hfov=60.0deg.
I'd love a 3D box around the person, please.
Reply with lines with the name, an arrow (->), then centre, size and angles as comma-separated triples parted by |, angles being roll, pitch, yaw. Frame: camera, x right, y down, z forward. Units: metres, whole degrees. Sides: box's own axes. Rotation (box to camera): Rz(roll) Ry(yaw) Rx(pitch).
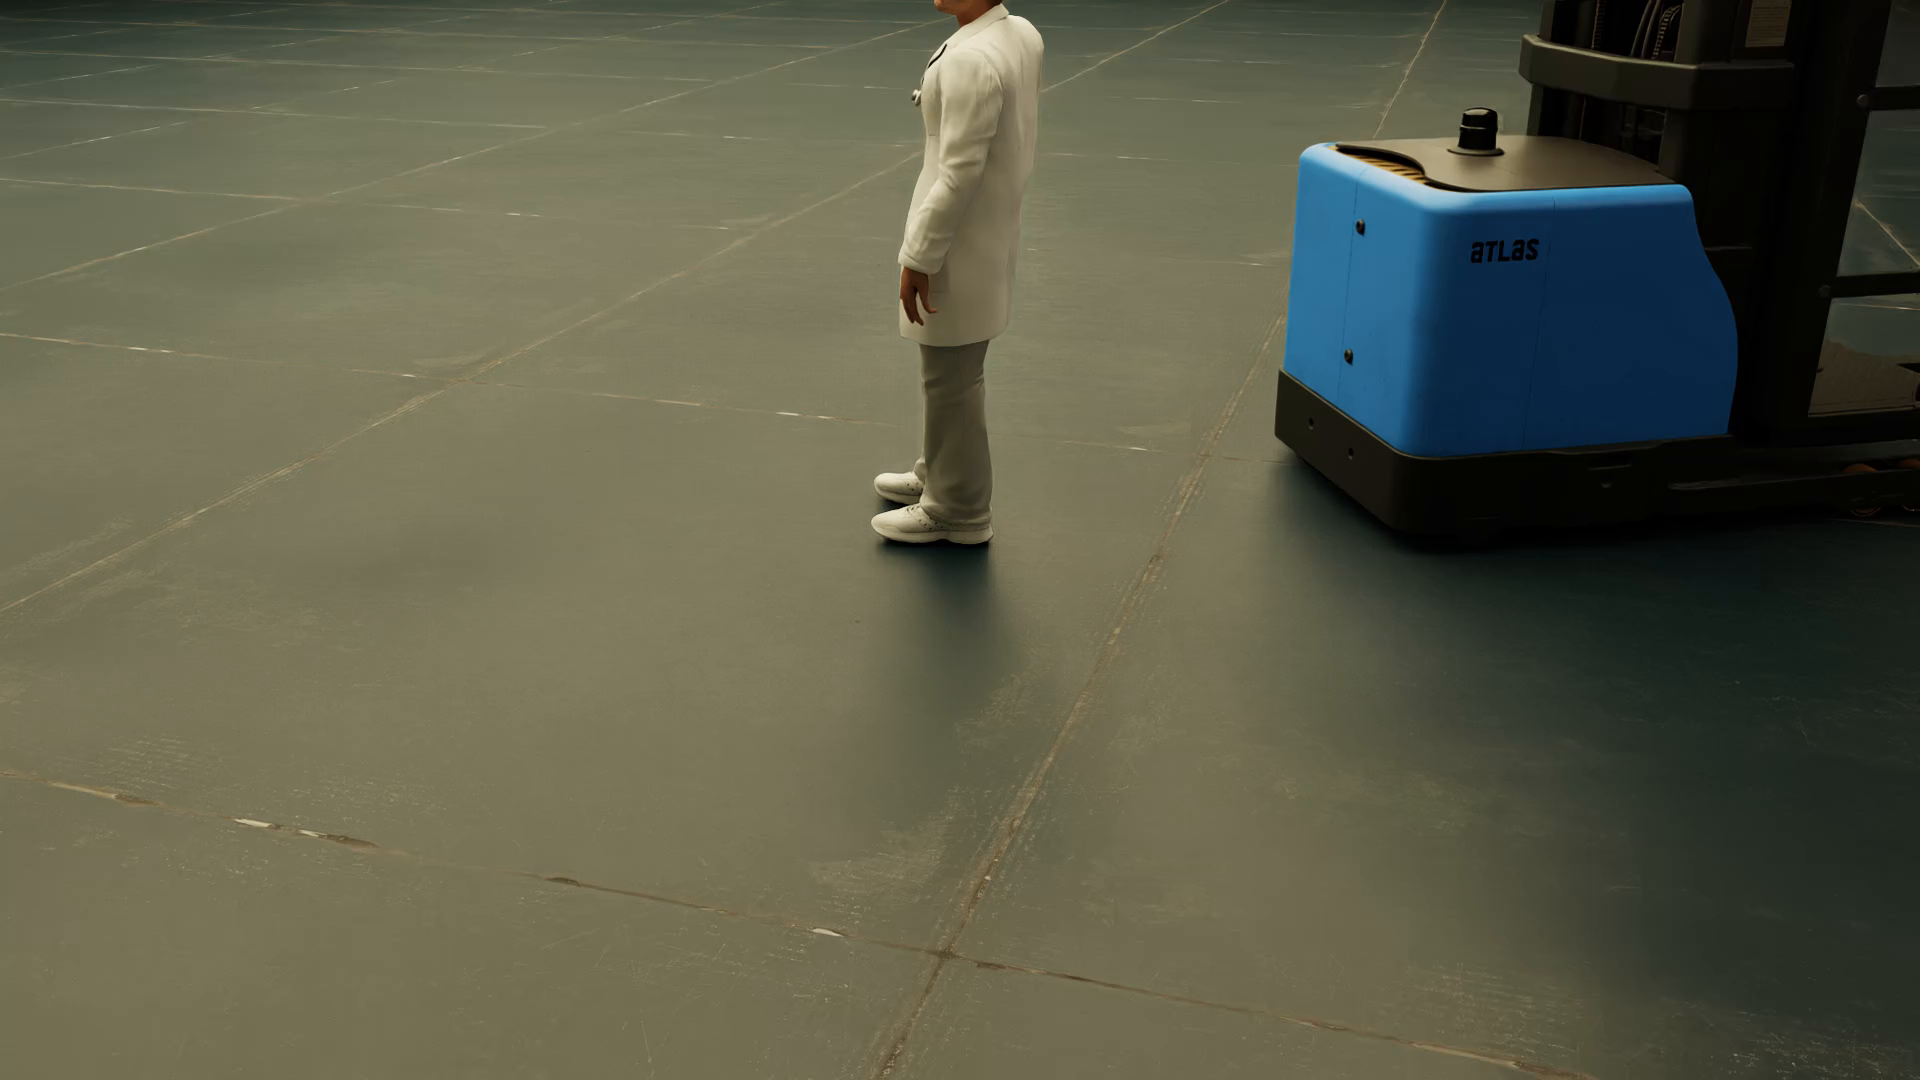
person -> -0.086, -0.840, 4.807 | 0.578, 1.778, 0.698 | 7, 23, 16

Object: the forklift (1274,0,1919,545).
forklift -> 2.674, -1.619, 5.202 | 3.031, 2.935, 1.130 | -5, 23, -12
